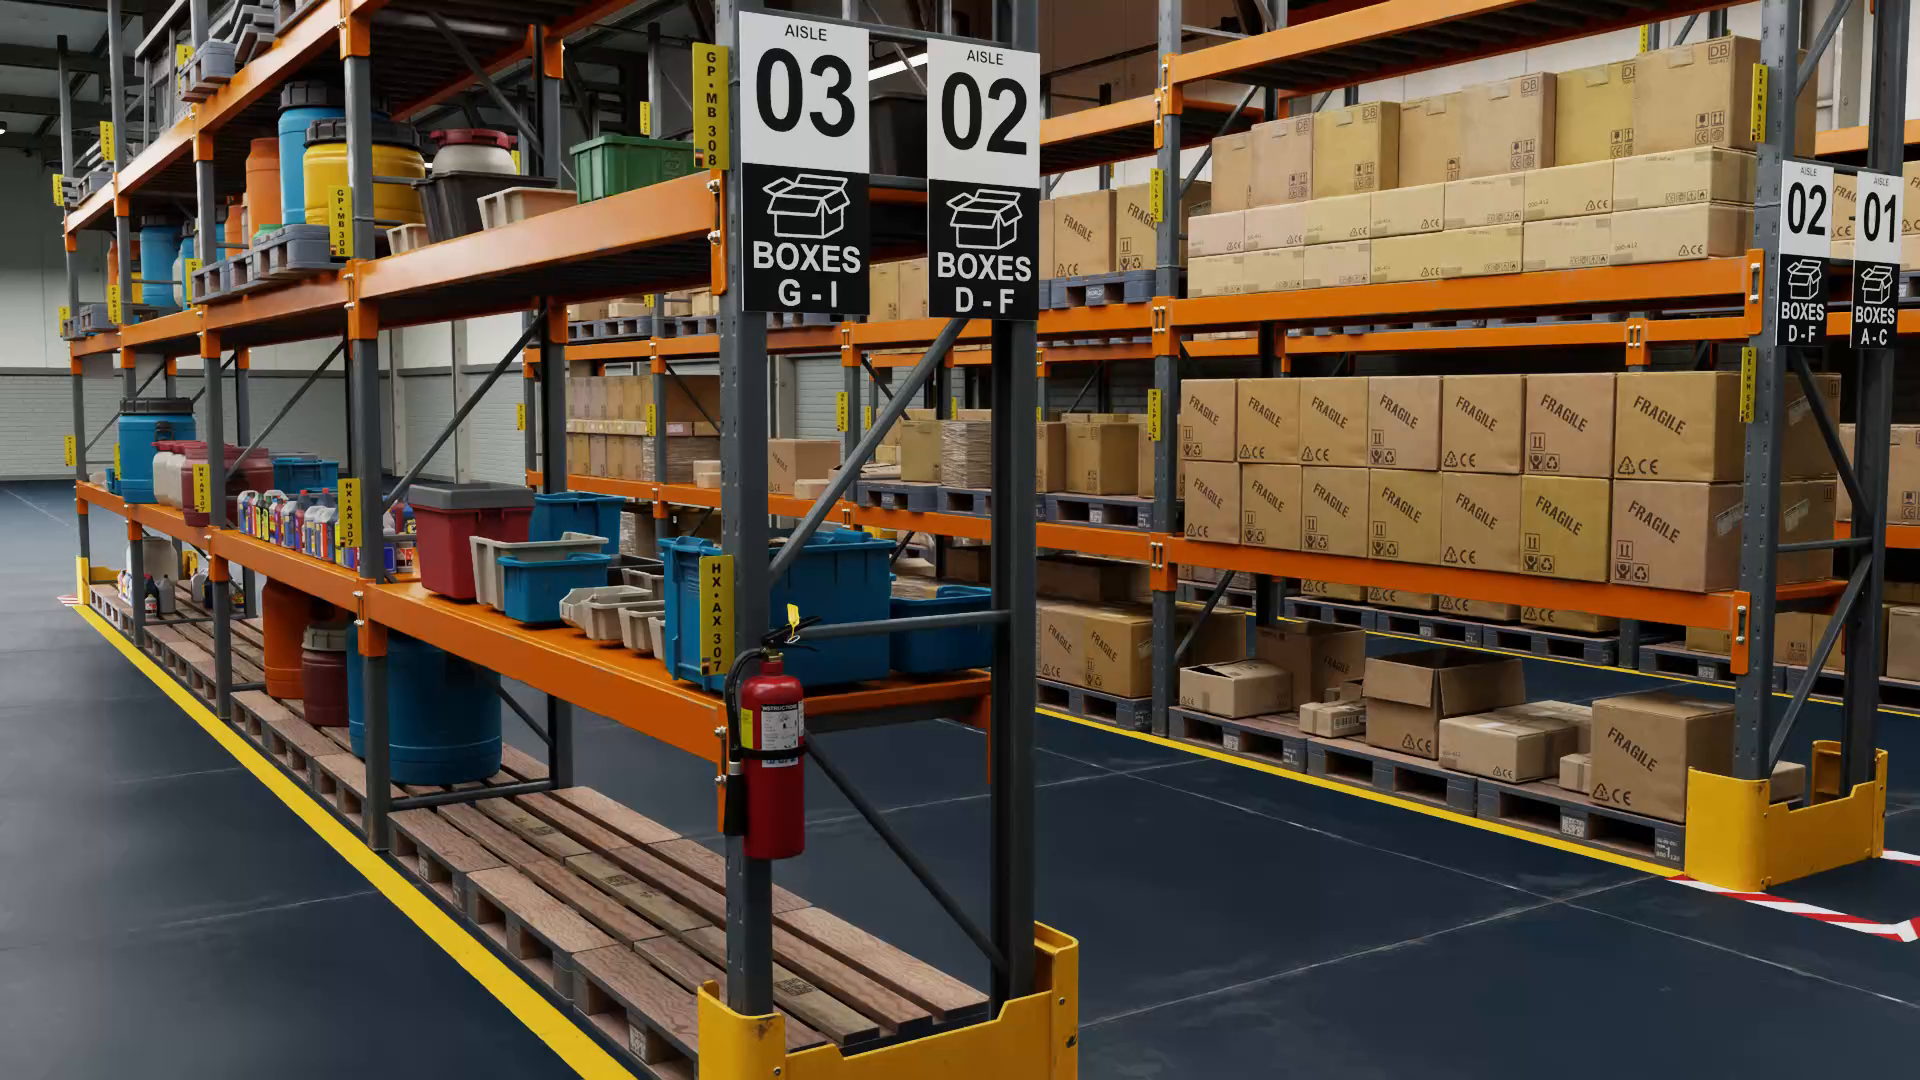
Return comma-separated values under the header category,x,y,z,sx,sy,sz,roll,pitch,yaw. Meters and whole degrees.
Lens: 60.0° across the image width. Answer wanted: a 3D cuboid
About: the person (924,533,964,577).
category,x,y,z,sx,sy,sz,roll,pitch,yaw
person,-0.155,-0.045,16.527,0.474,1.694,0.345,-3,6,-34
